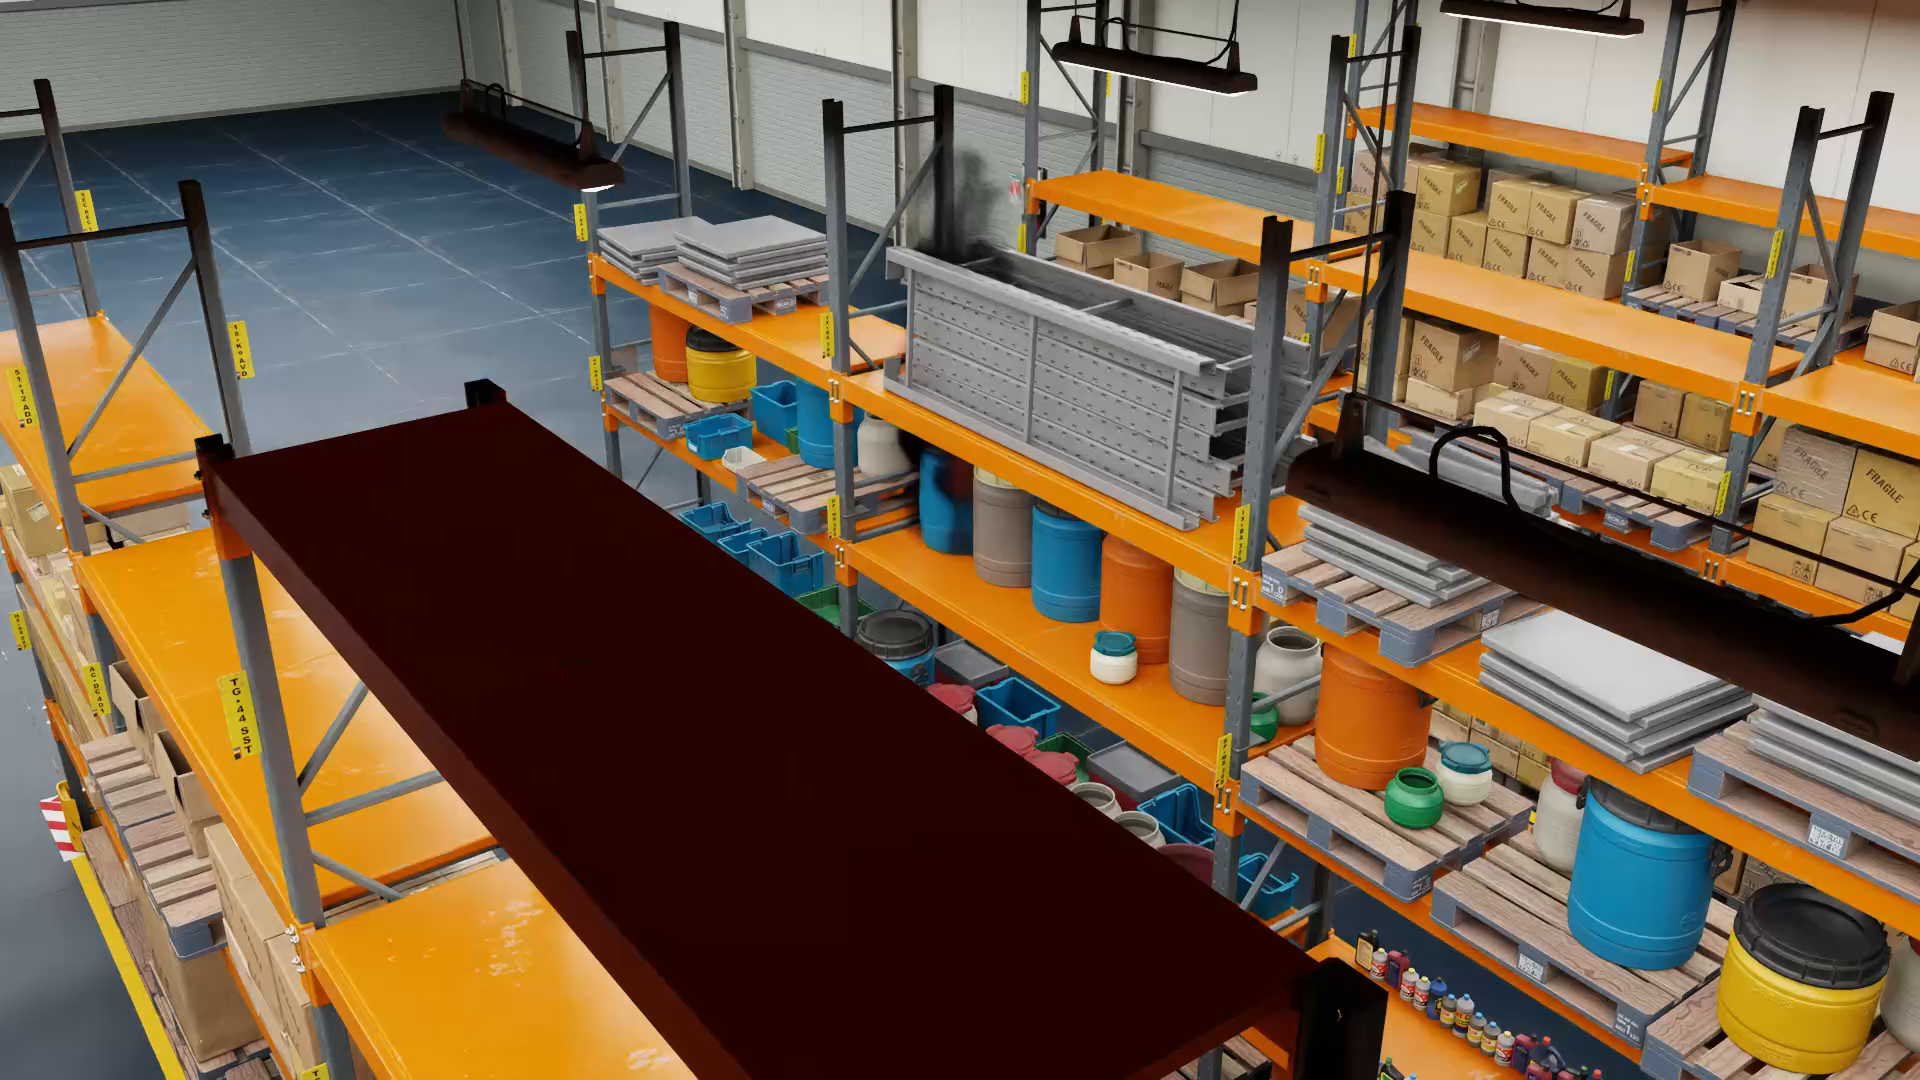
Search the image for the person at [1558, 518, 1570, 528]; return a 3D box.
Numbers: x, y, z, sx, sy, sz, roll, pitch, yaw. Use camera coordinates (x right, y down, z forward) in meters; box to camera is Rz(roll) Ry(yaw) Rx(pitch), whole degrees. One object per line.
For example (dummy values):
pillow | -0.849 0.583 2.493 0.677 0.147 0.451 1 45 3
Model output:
person | 5.464 0.306 16.174 0.705 1.802 1.046 -16 29 -31
